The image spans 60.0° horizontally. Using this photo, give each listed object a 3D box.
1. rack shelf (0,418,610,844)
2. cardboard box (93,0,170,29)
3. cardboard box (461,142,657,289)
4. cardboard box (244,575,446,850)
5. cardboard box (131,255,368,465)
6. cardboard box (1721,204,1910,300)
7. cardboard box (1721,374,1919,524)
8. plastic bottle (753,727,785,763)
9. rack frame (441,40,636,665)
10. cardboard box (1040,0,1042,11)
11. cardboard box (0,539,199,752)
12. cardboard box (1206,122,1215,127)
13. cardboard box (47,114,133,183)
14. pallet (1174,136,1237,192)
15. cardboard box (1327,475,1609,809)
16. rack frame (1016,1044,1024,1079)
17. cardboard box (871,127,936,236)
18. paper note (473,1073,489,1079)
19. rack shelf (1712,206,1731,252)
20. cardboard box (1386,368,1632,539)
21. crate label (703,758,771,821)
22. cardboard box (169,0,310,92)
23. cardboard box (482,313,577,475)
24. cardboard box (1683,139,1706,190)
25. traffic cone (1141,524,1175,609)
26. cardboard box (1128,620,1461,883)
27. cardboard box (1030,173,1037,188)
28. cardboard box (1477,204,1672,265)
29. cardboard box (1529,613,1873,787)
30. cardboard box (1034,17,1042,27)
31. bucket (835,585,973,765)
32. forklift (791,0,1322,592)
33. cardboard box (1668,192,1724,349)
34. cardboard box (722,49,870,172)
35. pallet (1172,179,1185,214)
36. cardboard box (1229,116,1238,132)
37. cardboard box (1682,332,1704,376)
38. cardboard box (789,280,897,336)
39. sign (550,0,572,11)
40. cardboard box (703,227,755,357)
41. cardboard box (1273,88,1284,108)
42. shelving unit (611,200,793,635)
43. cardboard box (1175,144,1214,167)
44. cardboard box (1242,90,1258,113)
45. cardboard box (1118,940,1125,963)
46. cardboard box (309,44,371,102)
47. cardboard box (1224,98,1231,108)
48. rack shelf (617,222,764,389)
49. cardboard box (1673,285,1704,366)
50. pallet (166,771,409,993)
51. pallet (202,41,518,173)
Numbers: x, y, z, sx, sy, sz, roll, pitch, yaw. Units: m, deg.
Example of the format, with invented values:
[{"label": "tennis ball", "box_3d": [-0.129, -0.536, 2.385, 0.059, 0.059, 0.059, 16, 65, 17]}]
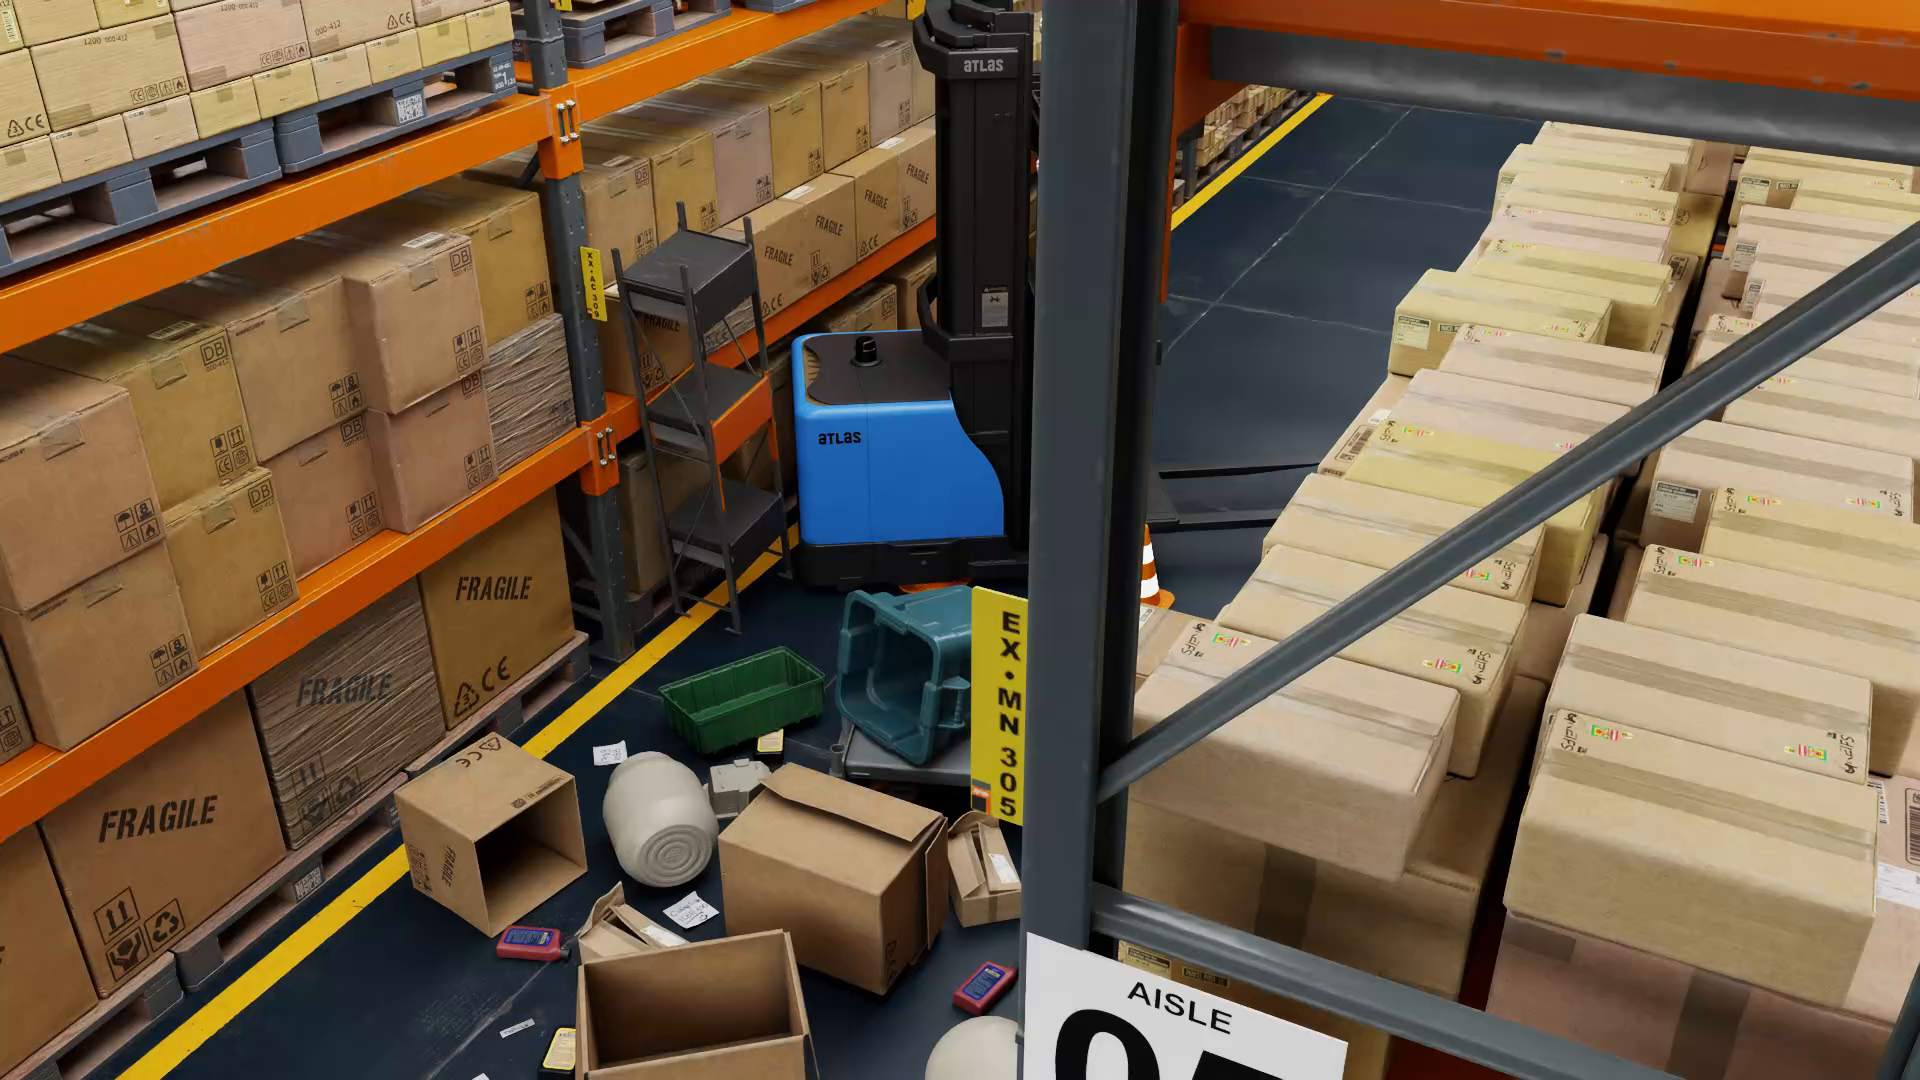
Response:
[{"label": "rack shelf", "box_3d": [-2.997, 0.372, 6.312, 1.077, 0.370, 4.000, 14, 33, 23]}, {"label": "cardboard box", "box_3d": [-2.661, -1.682, 5.083, 0.380, 0.149, 0.250, 15, 33, 24]}, {"label": "cardboard box", "box_3d": [-1.865, -1.525, 7.788, 0.700, 0.500, 0.500, 14, 33, 22]}, {"label": "cardboard box", "box_3d": [-2.842, 0.576, 6.946, 0.875, 0.875, 0.875, 15, 33, 24]}, {"label": "cardboard box", "box_3d": [-2.800, -0.725, 6.266, 0.875, 0.550, 0.550, 14, 33, 23]}, {"label": "cardboard box", "box_3d": [1.955, -0.630, 3.775, 0.380, 0.149, 0.250, 14, 33, 22]}, {"label": "cardboard box", "box_3d": [1.557, -0.159, 2.954, 0.380, 0.149, 0.250, 15, 33, 25]}, {"label": "plastic bottle", "box_3d": [-0.869, 0.913, 7.599, 0.133, 0.061, 0.283, -1, 30, -3]}, {"label": "rack frame", "box_3d": [-2.086, -0.826, 7.677, 1.000, 3.000, 0.127, 14, 33, 23]}, {"label": "cardboard box", "box_3d": [0.496, -4.172, 12.736, 0.380, 0.149, 0.250, 14, 33, 23]}, {"label": "cardboard box", "box_3d": [-3.182, 0.239, 5.672, 0.875, 0.550, 0.550, 14, 33, 23]}, {"label": "cardboard box", "box_3d": [2.043, -3.668, 14.768, 0.380, 0.149, 0.250, 15, 33, 24]}, {"label": "cardboard box", "box_3d": [-2.777, -1.222, 5.084, 0.380, 0.149, 0.250, 15, 33, 24]}, {"label": "pallet", "box_3d": [1.832, -3.469, 15.079, 1.003, 0.211, 1.213, 14, 33, 23]}, {"label": "cardboard box", "box_3d": [0.780, 0.153, 2.812, 0.500, 0.250, 0.500, 14, 33, 23]}, {"label": "rack frame", "box_3d": [0.544, 2.025, 2.711, 1.000, 3.000, 0.127, 14, 33, 23]}, {"label": "cardboard box", "box_3d": [-0.459, -2.161, 9.901, 0.500, 0.500, 0.500, 14, 33, 23]}, {"label": "paper note", "box_3d": [-1.702, 1.944, 5.836, 0.142, 0.017, 0.144, -25, 38, -36]}, {"label": "rack shelf", "box_3d": [3.277, -1.624, 6.775, 1.077, 0.370, 4.000, 14, 33, 23]}, {"label": "cardboard box", "box_3d": [0.966, -0.160, 2.956, 0.380, 0.149, 0.250, 14, 33, 23]}, {"label": "crate label", "box_3d": [-0.965, 1.075, 7.240, 0.298, 0.136, 0.250, -7, 31, -11]}, {"label": "cardboard box", "box_3d": [-2.542, -1.695, 5.507, 0.500, 0.250, 0.500, 14, 33, 23]}, {"label": "cardboard box", "box_3d": [-2.244, -0.725, 7.350, 0.875, 0.550, 0.550, 14, 33, 23]}, {"label": "cardboard box", "box_3d": [1.840, -1.098, 4.590, 0.380, 0.149, 0.250, 15, 33, 25]}, {"label": "traffic cone", "box_3d": [0.927, 0.129, 8.560, 0.336, 0.463, 0.334, 14, 33, 23]}, {"label": "cardboard box", "box_3d": [0.435, 0.271, 2.206, 0.380, 0.149, 0.250, 15, 33, 24]}, {"label": "cardboard box", "box_3d": [0.496, -2.498, 11.924, 0.500, 0.250, 0.500, 14, 33, 23]}, {"label": "cardboard box", "box_3d": [1.388, -0.630, 3.775, 0.380, 0.149, 0.250, 14, 33, 23]}, {"label": "cardboard box", "box_3d": [0.988, 0.261, 2.223, 0.380, 0.149, 0.250, 14, 33, 23]}, {"label": "cardboard box", "box_3d": [0.597, -3.557, 11.665, 0.380, 0.149, 0.250, 16, 33, 26]}, {"label": "bucket", "box_3d": [-0.096, 0.517, 7.098, 0.620, 0.611, 0.726, -14, 31, -42]}, {"label": "forklift", "box_3d": [0.621, -1.305, 8.580, 3.031, 2.935, 1.130, -3, 30, -5]}, {"label": "cardboard box", "box_3d": [1.695, -0.749, 4.382, 0.500, 0.250, 0.500, 14, 33, 23]}, {"label": "cardboard box", "box_3d": [-0.939, -2.427, 9.360, 0.700, 0.500, 0.500, 14, 33, 23]}, {"label": "pallet", "box_3d": [1.205, -2.818, 13.945, 1.003, 0.211, 1.213, 14, 33, 23]}, {"label": "cardboard box", "box_3d": [2.361, -3.898, 15.467, 0.380, 0.149, 0.250, 13, 32, 21]}, {"label": "cardboard box", "box_3d": [1.713, -0.180, 3.392, 0.500, 0.250, 0.500, 15, 33, 24]}, {"label": "cardboard box", "box_3d": [-1.017, -1.168, 10.109, 1.050, 0.750, 0.750, 15, 33, 24]}, {"label": "sign", "box_3d": [-1.592, -2.260, 6.563, 0.100, 0.325, 0.005, 14, 33, 23]}, {"label": "cardboard box", "box_3d": [-1.378, -1.266, 8.341, 0.500, 0.500, 0.500, 15, 33, 24]}, {"label": "cardboard box", "box_3d": [2.941, -4.337, 16.231, 0.380, 0.149, 0.250, 13, 32, 21]}, {"label": "shelving unit", "box_3d": [-1.201, -0.535, 8.004, 0.431, 2.100, 0.503, 17, 42, 22]}, {"label": "cardboard box", "box_3d": [2.010, -3.407, 14.612, 0.380, 0.149, 0.250, 13, 32, 21]}, {"label": "cardboard box", "box_3d": [2.565, -4.118, 15.550, 0.380, 0.149, 0.250, 14, 33, 23]}, {"label": "cardboard box", "box_3d": [0.667, 1.501, 6.131, 0.500, 0.500, 0.500, -12, 32, -20]}, {"label": "cardboard box", "box_3d": [-2.315, -1.670, 5.863, 0.380, 0.149, 0.250, 14, 33, 23]}, {"label": "cardboard box", "box_3d": [2.247, -4.035, 15.108, 0.380, 0.149, 0.250, 13, 32, 22]}, {"label": "rack shelf", "box_3d": [-1.220, -1.073, 7.579, 0.431, 0.518, 0.480, 17, 42, 22]}, {"label": "cardboard box", "box_3d": [1.822, -0.619, 4.556, 0.380, 0.149, 0.250, 14, 33, 23]}, {"label": "pallet", "box_3d": [-3.057, 1.245, 6.870, 1.003, 0.211, 1.213, 14, 33, 23]}, {"label": "pallet", "box_3d": [-2.468, -1.728, 6.324, 1.003, 0.211, 1.213, 14, 33, 23]}]
